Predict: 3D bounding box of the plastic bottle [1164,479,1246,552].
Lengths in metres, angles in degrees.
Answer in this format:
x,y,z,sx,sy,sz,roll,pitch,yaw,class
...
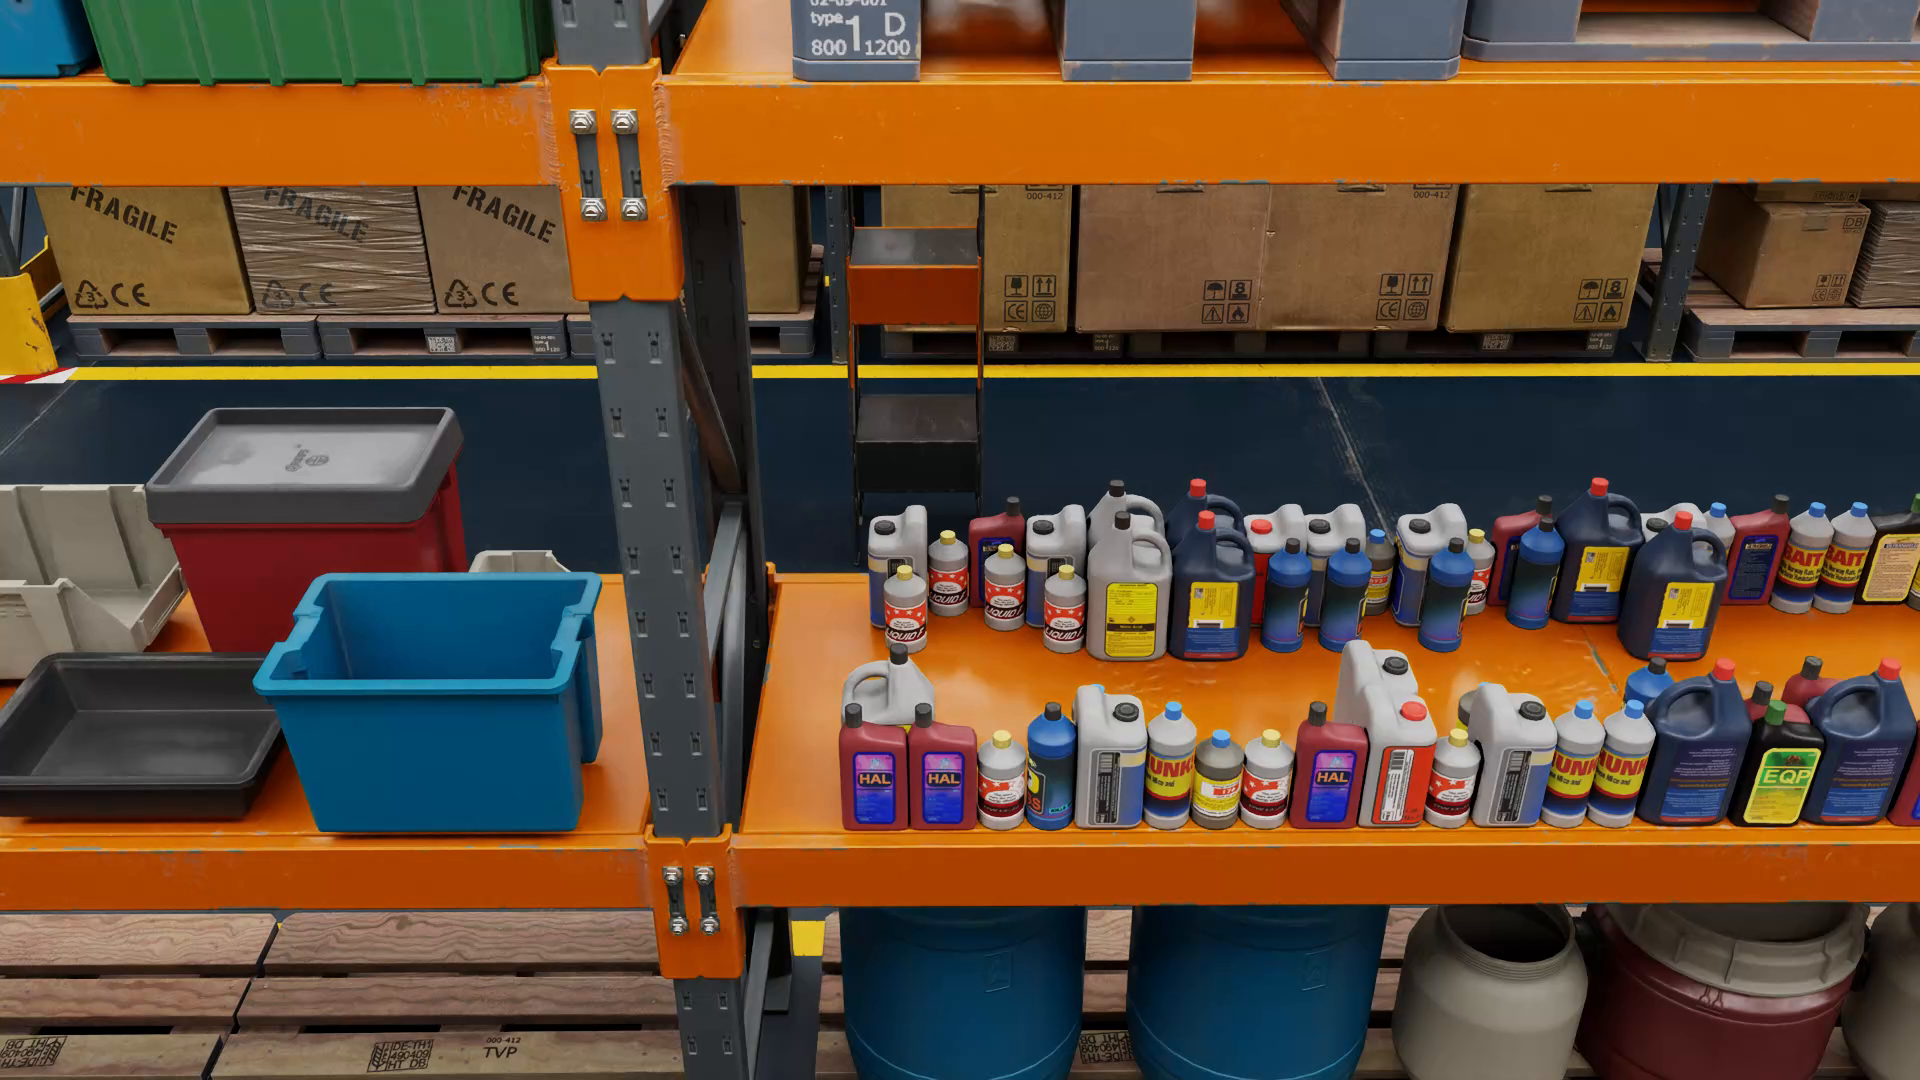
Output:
x,y,z,sx,sy,sz,roll,pitch,yaw,class
0.566,0.019,3.874,0.185,0.351,0.144,0,31,0,plastic bottle

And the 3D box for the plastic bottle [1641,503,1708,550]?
x,y,z,sx,sy,sz,roll,pitch,yaw,class
1.642,0.050,3.896,0.135,0.276,0.152,0,31,0,plastic bottle

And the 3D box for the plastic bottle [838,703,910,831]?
x,y,z,sx,sy,sz,roll,pitch,yaw,class
-0.167,0.441,3.244,0.133,0.283,0.061,0,31,0,plastic bottle

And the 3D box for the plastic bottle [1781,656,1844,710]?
x,y,z,sx,sy,sz,roll,pitch,yaw,class
1.733,0.360,3.377,0.133,0.283,0.061,0,31,0,plastic bottle

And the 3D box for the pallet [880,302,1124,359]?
x,y,z,sx,sy,sz,roll,pitch,yaw,class
0.205,-1.247,8.602,1.213,0.211,1.003,0,31,0,pallet

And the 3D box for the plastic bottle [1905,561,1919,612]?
x,y,z,sx,sy,sz,roll,pitch,yaw,class
2.317,0.065,3.942,0.097,0.201,0.097,0,31,0,plastic bottle

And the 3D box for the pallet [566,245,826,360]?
x,y,z,sx,sy,sz,roll,pitch,yaw,class
-1.327,-1.244,8.597,1.213,0.211,1.003,0,31,0,pallet

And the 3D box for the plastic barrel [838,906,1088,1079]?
x,y,z,sx,sy,sz,roll,pitch,yaw,class
0.008,0.896,4.000,0.708,0.901,0.600,0,31,0,plastic barrel

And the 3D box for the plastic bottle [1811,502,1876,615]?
x,y,z,sx,sy,sz,roll,pitch,yaw,class
2.086,0.036,3.923,0.097,0.271,0.097,0,31,0,plastic bottle

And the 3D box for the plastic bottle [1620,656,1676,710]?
x,y,z,sx,sy,sz,roll,pitch,yaw,class
1.397,0.357,3.394,0.097,0.271,0.097,0,31,0,plastic bottle

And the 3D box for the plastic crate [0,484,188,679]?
x,y,z,sx,sy,sz,roll,pitch,yaw,class
-2.064,0.105,3.741,0.530,0.282,0.437,0,31,0,plastic crate

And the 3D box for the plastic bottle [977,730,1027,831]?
x,y,z,sx,sy,sz,roll,pitch,yaw,class
0.082,0.466,3.282,0.097,0.201,0.097,0,31,0,plastic bottle

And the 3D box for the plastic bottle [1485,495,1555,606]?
x,y,z,sx,sy,sz,roll,pitch,yaw,class
1.323,0.024,3.931,0.133,0.283,0.061,0,31,0,plastic bottle

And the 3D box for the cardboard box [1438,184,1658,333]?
x,y,z,sx,sy,sz,roll,pitch,yaw,class
2.744,-1.690,8.288,0.875,0.875,1.225,-2,31,-3,cardboard box

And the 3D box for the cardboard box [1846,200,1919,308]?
x,y,z,sx,sy,sz,roll,pitch,yaw,class
4.658,-1.551,8.400,0.500,0.500,0.700,-3,31,-4,cardboard box

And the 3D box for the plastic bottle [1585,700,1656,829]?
x,y,z,sx,sy,sz,roll,pitch,yaw,class
1.300,0.432,3.270,0.097,0.271,0.097,0,31,0,plastic bottle

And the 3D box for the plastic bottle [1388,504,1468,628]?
x,y,z,sx,sy,sz,roll,pitch,yaw,class
1.092,0.051,3.893,0.135,0.276,0.152,0,31,0,plastic bottle

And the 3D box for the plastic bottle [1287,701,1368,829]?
x,y,z,sx,sy,sz,roll,pitch,yaw,class
0.721,0.438,3.248,0.133,0.283,0.061,0,31,0,plastic bottle

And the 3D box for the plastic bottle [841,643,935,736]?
x,y,z,sx,sy,sz,roll,pitch,yaw,class
-0.142,0.359,3.314,0.185,0.351,0.144,0,31,0,plastic bottle

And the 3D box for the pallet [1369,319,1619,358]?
x,y,z,sx,sy,sz,roll,pitch,yaw,class
2.645,-1.255,8.615,1.213,0.211,1.003,0,31,0,pallet

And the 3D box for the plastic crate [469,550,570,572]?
x,y,z,sx,sy,sz,roll,pitch,yaw,class
-1.003,0.186,3.749,0.243,0.136,0.396,0,31,0,plastic crate

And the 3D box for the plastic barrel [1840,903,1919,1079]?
x,y,z,sx,sy,sz,roll,pitch,yaw,class
2.410,1.101,4.037,0.421,0.512,0.421,0,31,0,plastic barrel

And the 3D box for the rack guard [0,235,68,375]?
x,y,z,sx,sy,sz,roll,pitch,yaw,class
-4.590,-1.317,8.438,0.348,0.500,1.175,0,31,0,rack guard

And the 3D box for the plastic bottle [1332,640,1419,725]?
x,y,z,sx,sy,sz,roll,pitch,yaw,class
0.854,0.339,3.420,0.135,0.276,0.152,0,31,0,plastic bottle

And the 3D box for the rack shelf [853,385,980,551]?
x,y,z,sx,sy,sz,roll,pitch,yaw,class
-0.166,-0.287,6.575,0.480,0.518,0.431,0,31,0,rack shelf

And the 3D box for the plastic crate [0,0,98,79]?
x,y,z,sx,sy,sz,roll,pitch,yaw,class
-1.445,-0.871,2.564,0.300,0.233,0.416,0,31,0,plastic crate

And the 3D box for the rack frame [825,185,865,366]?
x,y,z,sx,sy,sz,roll,pitch,yaw,class
-0.566,-2.398,7.811,0.127,3.000,1.000,0,31,0,rack frame

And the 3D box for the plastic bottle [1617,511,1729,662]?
x,y,z,sx,sy,sz,roll,pitch,yaw,class
1.618,0.095,3.750,0.185,0.351,0.144,0,31,0,plastic bottle

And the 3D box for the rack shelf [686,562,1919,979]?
x,y,z,sx,sy,sz,roll,pitch,yaw,class
1.464,0.472,3.773,4.000,0.370,1.077,0,31,0,rack shelf

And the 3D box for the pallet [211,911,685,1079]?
x,y,z,sx,sy,sz,roll,pitch,yaw,class
-1.271,1.386,4.263,1.213,0.211,1.003,0,31,0,pallet

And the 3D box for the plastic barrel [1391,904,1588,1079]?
x,y,z,sx,sy,sz,roll,pitch,yaw,class
1.281,1.105,4.031,0.421,0.512,0.421,0,31,0,plastic barrel

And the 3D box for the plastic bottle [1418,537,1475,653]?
x,y,z,sx,sy,sz,roll,pitch,yaw,class
1.111,0.118,3.788,0.097,0.271,0.097,0,31,0,plastic bottle

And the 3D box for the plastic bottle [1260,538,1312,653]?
x,y,z,sx,sy,sz,roll,pitch,yaw,class
0.745,0.119,3.786,0.097,0.271,0.097,0,31,0,plastic bottle

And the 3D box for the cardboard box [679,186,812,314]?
x,y,z,sx,sy,sz,roll,pitch,yaw,class
-1.227,-1.709,8.318,0.875,0.875,0.875,0,31,0,cardboard box

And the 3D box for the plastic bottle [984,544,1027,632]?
x,y,z,sx,sy,sz,roll,pitch,yaw,class
0.105,0.104,3.879,0.097,0.201,0.097,0,31,0,plastic bottle

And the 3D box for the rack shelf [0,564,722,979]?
x,y,z,sx,sy,sz,roll,pitch,yaw,class
-2.536,0.485,3.753,4.000,0.370,1.077,0,31,0,rack shelf

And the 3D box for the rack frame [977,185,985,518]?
x,y,z,sx,sy,sz,roll,pitch,yaw,class
0.078,-0.898,6.206,0.015,2.100,0.400,0,31,0,rack frame

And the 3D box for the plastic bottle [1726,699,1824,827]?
x,y,z,sx,sy,sz,roll,pitch,yaw,class
1.601,0.436,3.253,0.133,0.283,0.061,0,31,0,plastic bottle

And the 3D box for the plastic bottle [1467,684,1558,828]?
x,y,z,sx,sy,sz,roll,pitch,yaw,class
1.087,0.417,3.291,0.135,0.276,0.152,0,31,0,plastic bottle

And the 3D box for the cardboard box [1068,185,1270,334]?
x,y,z,sx,sy,sz,roll,pitch,yaw,class
0.967,-1.685,8.279,0.875,0.875,1.225,-1,31,-2,cardboard box

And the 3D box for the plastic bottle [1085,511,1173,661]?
x,y,z,sx,sy,sz,roll,pitch,yaw,class
0.382,0.094,3.750,0.185,0.351,0.144,0,31,0,plastic bottle

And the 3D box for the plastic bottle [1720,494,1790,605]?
x,y,z,sx,sy,sz,roll,pitch,yaw,class
1.873,0.022,3.934,0.133,0.283,0.061,0,31,0,plastic bottle

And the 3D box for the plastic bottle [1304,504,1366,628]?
x,y,z,sx,sy,sz,roll,pitch,yaw,class
0.860,0.052,3.892,0.135,0.276,0.152,0,31,0,plastic bottle

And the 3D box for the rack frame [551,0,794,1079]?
x,y,z,sx,sy,sz,roll,pitch,yaw,class
-0.536,0.171,3.576,0.127,3.000,1.000,0,31,0,rack frame

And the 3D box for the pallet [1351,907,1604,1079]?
x,y,z,sx,sy,sz,roll,pitch,yaw,class
1.459,1.377,4.277,1.213,0.211,1.003,0,31,0,pallet

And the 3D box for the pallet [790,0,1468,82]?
x,y,z,sx,sy,sz,roll,pitch,yaw,class
0.247,-1.084,2.935,1.003,0.211,1.213,0,31,0,pallet

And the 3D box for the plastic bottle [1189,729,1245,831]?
x,y,z,sx,sy,sz,roll,pitch,yaw,class
0.508,0.465,3.284,0.097,0.201,0.097,0,31,0,plastic bottle

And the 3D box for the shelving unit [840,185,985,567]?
x,y,z,sx,sy,sz,roll,pitch,yaw,class
-0.166,-0.897,6.205,0.503,2.100,0.431,0,31,0,shelving unit

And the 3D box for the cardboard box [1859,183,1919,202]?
x,y,z,sx,sy,sz,roll,pitch,yaw,class
4.634,-1.875,8.212,0.500,0.250,0.500,3,31,5,cardboard box

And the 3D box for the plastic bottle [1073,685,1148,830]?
x,y,z,sx,sy,sz,roll,pitch,yaw,class
0.295,0.419,3.287,0.135,0.276,0.152,0,31,0,plastic bottle

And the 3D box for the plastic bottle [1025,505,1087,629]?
x,y,z,sx,sy,sz,roll,pitch,yaw,class
0.221,0.054,3.889,0.135,0.276,0.152,0,31,0,plastic bottle

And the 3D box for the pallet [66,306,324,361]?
x,y,z,sx,sy,sz,roll,pitch,yaw,class
-3.767,-1.236,8.584,1.213,0.211,1.003,0,31,0,pallet

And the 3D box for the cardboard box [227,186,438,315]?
x,y,z,sx,sy,sz,roll,pitch,yaw,class
-3.017,-1.703,8.309,0.875,0.875,0.875,0,31,0,cardboard box

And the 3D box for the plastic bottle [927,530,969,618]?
x,y,z,sx,sy,sz,roll,pitch,yaw,class
-0.028,0.073,3.930,0.097,0.201,0.097,0,31,0,plastic bottle
